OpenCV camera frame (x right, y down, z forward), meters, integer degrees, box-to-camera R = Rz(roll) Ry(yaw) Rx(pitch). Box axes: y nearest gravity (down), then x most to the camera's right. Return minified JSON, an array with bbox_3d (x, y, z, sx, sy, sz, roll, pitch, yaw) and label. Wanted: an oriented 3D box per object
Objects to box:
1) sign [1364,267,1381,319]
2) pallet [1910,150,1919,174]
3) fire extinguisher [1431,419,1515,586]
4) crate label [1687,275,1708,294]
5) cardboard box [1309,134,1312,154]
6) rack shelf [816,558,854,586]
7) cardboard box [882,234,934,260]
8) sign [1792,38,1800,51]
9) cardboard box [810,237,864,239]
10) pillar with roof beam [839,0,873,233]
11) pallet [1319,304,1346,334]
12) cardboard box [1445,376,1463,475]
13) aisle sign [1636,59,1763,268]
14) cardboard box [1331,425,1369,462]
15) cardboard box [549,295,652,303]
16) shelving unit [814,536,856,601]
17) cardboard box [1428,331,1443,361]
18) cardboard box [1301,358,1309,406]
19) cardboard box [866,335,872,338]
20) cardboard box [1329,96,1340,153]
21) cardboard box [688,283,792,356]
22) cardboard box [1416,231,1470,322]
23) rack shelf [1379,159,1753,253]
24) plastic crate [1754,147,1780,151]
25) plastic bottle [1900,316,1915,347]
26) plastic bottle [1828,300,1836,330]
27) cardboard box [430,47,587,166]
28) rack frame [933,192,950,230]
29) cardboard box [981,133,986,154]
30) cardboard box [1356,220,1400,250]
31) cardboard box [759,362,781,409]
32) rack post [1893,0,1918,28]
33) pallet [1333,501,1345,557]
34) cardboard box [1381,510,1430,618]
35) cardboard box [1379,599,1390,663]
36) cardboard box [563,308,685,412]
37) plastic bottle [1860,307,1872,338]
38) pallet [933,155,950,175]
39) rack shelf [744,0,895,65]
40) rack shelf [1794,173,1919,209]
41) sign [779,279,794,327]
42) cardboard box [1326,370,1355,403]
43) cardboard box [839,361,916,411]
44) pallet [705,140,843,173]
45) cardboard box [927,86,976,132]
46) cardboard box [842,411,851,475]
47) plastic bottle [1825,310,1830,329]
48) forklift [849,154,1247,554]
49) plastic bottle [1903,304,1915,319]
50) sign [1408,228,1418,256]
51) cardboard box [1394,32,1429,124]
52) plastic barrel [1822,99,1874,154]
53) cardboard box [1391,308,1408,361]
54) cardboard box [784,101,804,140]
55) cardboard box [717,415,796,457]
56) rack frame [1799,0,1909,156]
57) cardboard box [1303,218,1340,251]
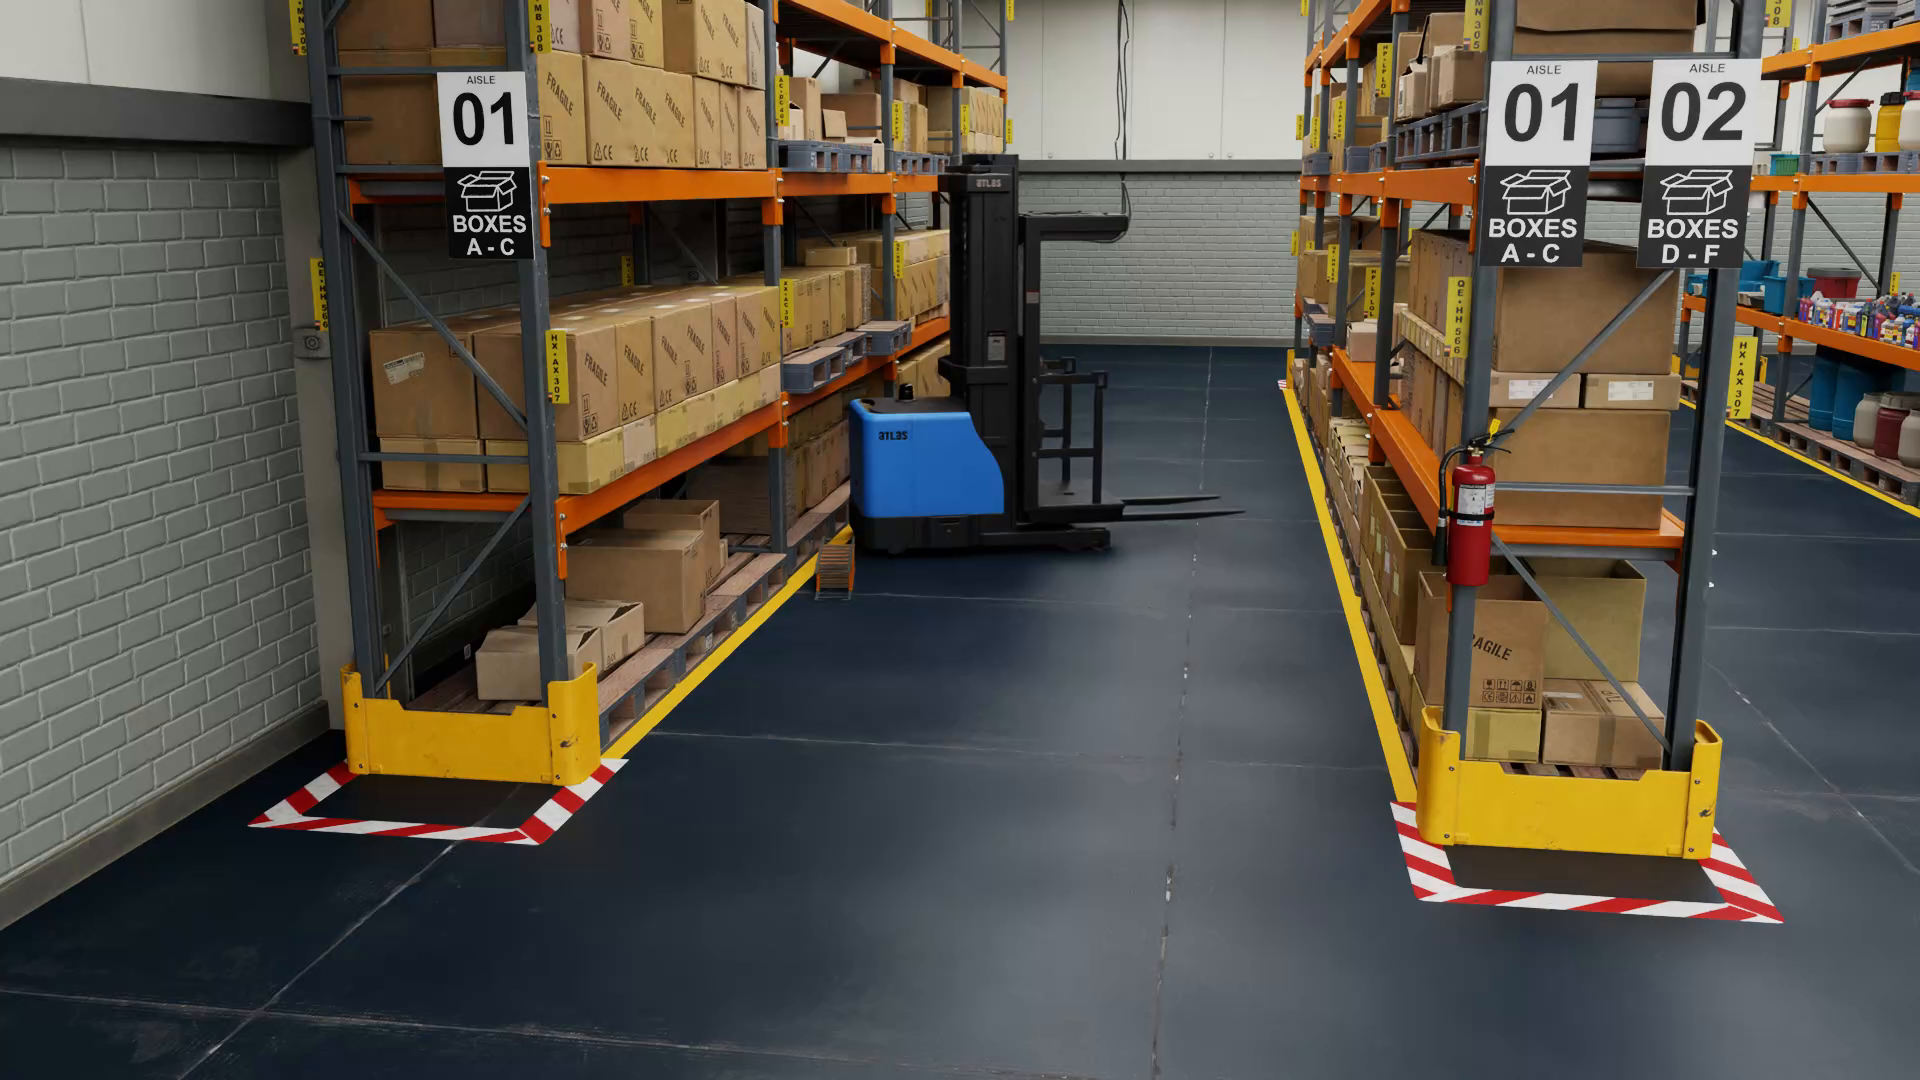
[{"bbox_3d":[2.643,-1.580,10.643,0.100,0.325,0.005,2,12,9],"label":"sign"},{"bbox_3d":[8.904,-3.238,14.228,1.003,0.211,1.213,2,12,9],"label":"pallet"},{"bbox_3d":[2.089,-0.157,6.785,0.296,0.674,0.183,2,12,9],"label":"fire extinguisher"},{"bbox_3d":[9.557,-3.280,21.350,0.416,0.233,0.303,2,12,9],"label":"crate label"},{"bbox_3d":[4.377,-4.658,19.535,0.500,0.250,0.500,2,12,9],"label":"cardboard box"},{"bbox_3d":[-0.865,0.223,11.491,0.258,0.180,0.103,0,12,-2],"label":"rack shelf"},{"bbox_3d":[-0.547,-3.009,17.063,0.500,0.250,0.500,2,12,7],"label":"cardboard box"},{"bbox_3d":[10.466,-6.134,20.863,0.100,0.325,0.005,2,12,9],"label":"sign"},{"bbox_3d":[-1.202,-2.810,16.144,0.500,0.250,0.500,1,12,7],"label":"cardboard box"},{"bbox_3d":[3.023,-5.829,18.680,9.100,9.000,0.400,2,12,9],"label":"pillar with roof beam"},{"bbox_3d":[4.091,-2.181,16.448,1.003,0.211,1.213,2,12,9],"label":"pallet"},{"bbox_3d":[2.808,-0.563,8.246,0.700,0.500,0.500,2,12,9],"label":"cardboard box"},{"bbox_3d":[2.858,-1.451,6.438,0.394,0.787,0.004,2,12,9],"label":"aisle sign"},{"bbox_3d":[3.353,-0.796,13.764,0.500,0.311,0.500,2,12,7],"label":"cardboard box"},{"bbox_3d":[-2.158,-1.197,9.958,0.500,0.500,0.500,2,12,10],"label":"cardboard box"},{"bbox_3d":[-0.871,0.189,11.651,0.258,0.189,1.200,0,12,-2],"label":"shelving unit"},{"bbox_3d":[2.714,-1.031,8.879,0.380,0.149,0.250,2,12,8],"label":"cardboard box"},{"bbox_3d":[4.219,-1.823,19.222,0.500,0.500,0.500,2,12,9],"label":"cardboard box"},{"bbox_3d":[-0.820,-1.977,15.597,0.380,0.149,0.250,2,12,8],"label":"cardboard box"},{"bbox_3d":[4.261,-4.369,17.555,0.600,0.600,0.600,1,12,3],"label":"cardboard box"},{"bbox_3d":[-1.602,-1.565,11.856,0.700,0.500,0.500,2,12,9],"label":"cardboard box"},{"bbox_3d":[3.042,-1.522,9.620,0.700,0.500,0.500,2,12,9],"label":"cardboard box"},{"bbox_3d":[2.873,-1.735,8.513,1.077,0.370,4.000,2,12,9],"label":"rack shelf"},{"bbox_3d":[9.414,-4.501,19.784,0.504,0.338,0.767,2,12,9],"label":"plastic crate"},{"bbox_3d":[8.432,-1.855,14.788,0.097,0.271,0.097,0,12,0],"label":"plastic bottle"},{"bbox_3d":[8.691,-2.237,16.528,0.061,0.283,0.133,2,12,9],"label":"plastic bottle"},{"bbox_3d":[-2.031,-1.950,7.519,0.500,0.500,0.500,2,12,10],"label":"cardboard box"},{"bbox_3d":[0.131,-3.695,23.017,1.000,3.000,0.127,2,12,9],"label":"rack frame"},{"bbox_3d":[0.047,-4.857,20.413,0.500,0.250,0.500,2,12,7],"label":"cardboard box"},{"bbox_3d":[4.841,-3.436,19.208,0.500,0.500,0.500,1,12,7],"label":"cardboard box"},{"bbox_3d":[-1.488,-1.025,10.937,0.500,0.250,0.500,2,12,9],"label":"cardboard box"},{"bbox_3d":[9.120,-4.804,15.110,0.937,0.300,0.954,3,13,15],"label":"rack post"},{"bbox_3d":[3.441,-0.083,12.878,1.003,0.211,1.213,2,12,9],"label":"pallet"},{"bbox_3d":[2.572,0.134,9.001,0.500,0.500,0.500,2,12,9],"label":"cardboard box"},{"bbox_3d":[2.575,0.501,9.080,0.500,0.250,0.500,2,12,9],"label":"cardboard box"},{"bbox_3d":[-1.788,-0.967,8.887,0.500,0.500,0.500,1,12,7],"label":"cardboard box"},{"bbox_3d":[8.555,-2.053,15.679,0.061,0.283,0.133,2,12,9],"label":"plastic bottle"},{"bbox_3d":[-0.576,-4.042,17.965,0.805,0.209,1.217,1,12,6],"label":"pallet"},{"bbox_3d":[-1.407,-3.998,12.844,1.077,0.370,4.000,2,12,9],"label":"rack shelf"},{"bbox_3d":[8.998,-3.239,15.492,1.077,0.370,4.000,2,12,9],"label":"rack shelf"},{"bbox_3d":[-1.177,-1.604,11.261,0.100,0.325,0.005,2,12,9],"label":"sign"},{"bbox_3d":[3.713,-1.443,15.680,0.500,0.250,0.500,2,12,11],"label":"cardboard box"},{"bbox_3d":[-0.856,-1.333,16.162,0.750,0.750,0.750,2,12,8],"label":"cardboard box"},{"bbox_3d":[-1.514,-2.696,11.710,1.213,0.211,1.003,2,12,9],"label":"pallet"},{"bbox_3d":[-0.097,-5.015,19.366,0.500,0.500,0.500,2,12,8],"label":"cardboard box"},{"bbox_3d":[-1.158,-0.871,14.803,0.700,0.500,0.500,2,12,9],"label":"cardboard box"},{"bbox_3d":[8.726,-2.220,16.646,0.097,0.201,0.097,0,12,0],"label":"plastic bottle"},{"bbox_3d":[0.689,-1.452,12.776,3.031,2.935,1.130,-2,12,-10],"label":"forklift"},{"bbox_3d":[9.283,-2.177,16.279,0.097,0.271,0.097,0,12,0],"label":"plastic bottle"},{"bbox_3d":[4.960,-3.251,18.210,0.100,0.325,0.005,2,12,9],"label":"sign"},{"bbox_3d":[2.843,-2.730,9.852,0.500,0.500,0.500,3,13,13],"label":"cardboard box"},{"bbox_3d":[8.977,-4.178,16.819,0.433,0.535,0.433,0,12,0],"label":"plastic barrel"},{"bbox_3d":[3.473,-1.459,12.406,0.500,0.500,0.500,2,12,9],"label":"cardboard box"},{"bbox_3d":[-1.457,-3.064,12.186,0.500,0.311,0.500,2,12,10],"label":"cardboard box"},{"bbox_3d":[-1.553,-0.802,12.703,0.500,0.250,0.500,2,12,7],"label":"cardboard box"},{"bbox_3d":[9.305,-5.474,17.032,1.000,3.000,0.127,2,12,9],"label":"rack frame"},{"bbox_3d":[4.466,-3.670,20.292,0.500,0.500,0.500,2,12,8],"label":"cardboard box"}]
